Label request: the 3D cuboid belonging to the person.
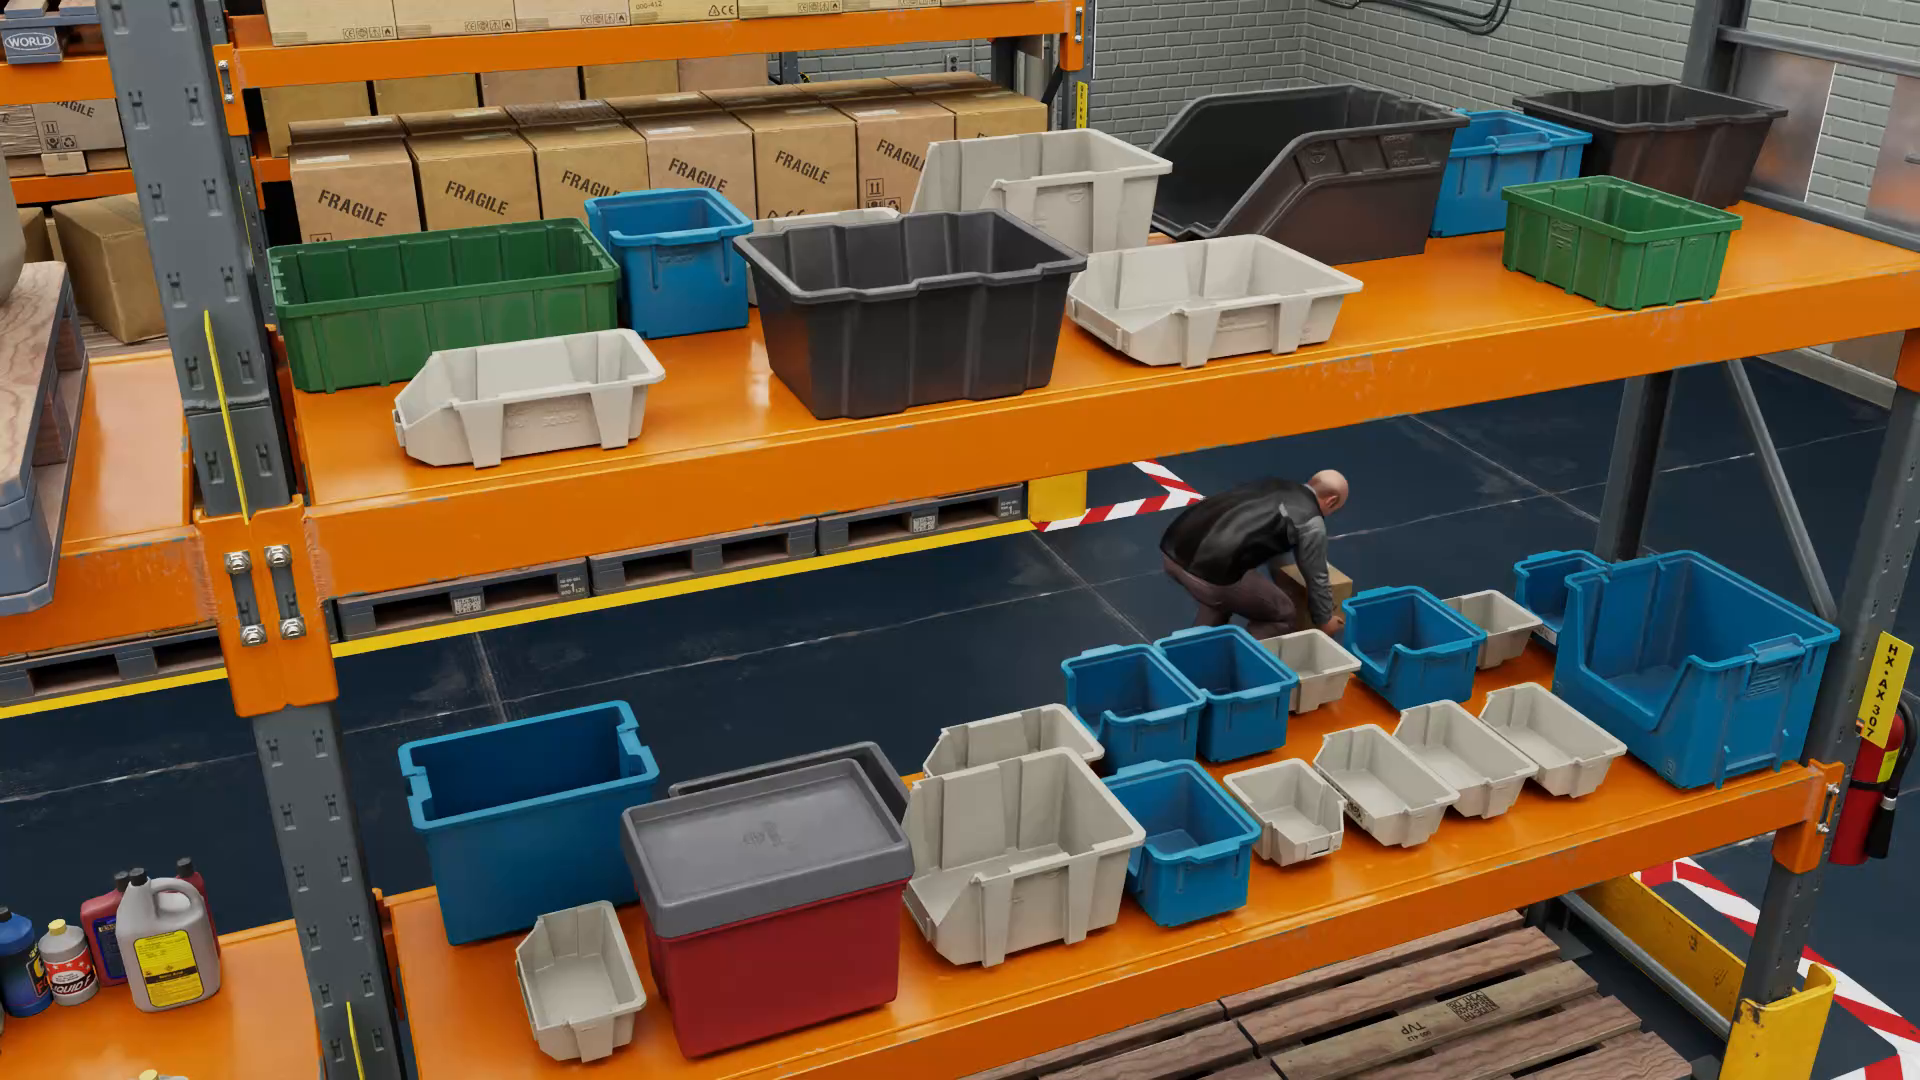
[{"bbox_3d":[1.356,0.192,7.626,0.938,0.955,0.521,-12,28,-23],"label":"person"}]
